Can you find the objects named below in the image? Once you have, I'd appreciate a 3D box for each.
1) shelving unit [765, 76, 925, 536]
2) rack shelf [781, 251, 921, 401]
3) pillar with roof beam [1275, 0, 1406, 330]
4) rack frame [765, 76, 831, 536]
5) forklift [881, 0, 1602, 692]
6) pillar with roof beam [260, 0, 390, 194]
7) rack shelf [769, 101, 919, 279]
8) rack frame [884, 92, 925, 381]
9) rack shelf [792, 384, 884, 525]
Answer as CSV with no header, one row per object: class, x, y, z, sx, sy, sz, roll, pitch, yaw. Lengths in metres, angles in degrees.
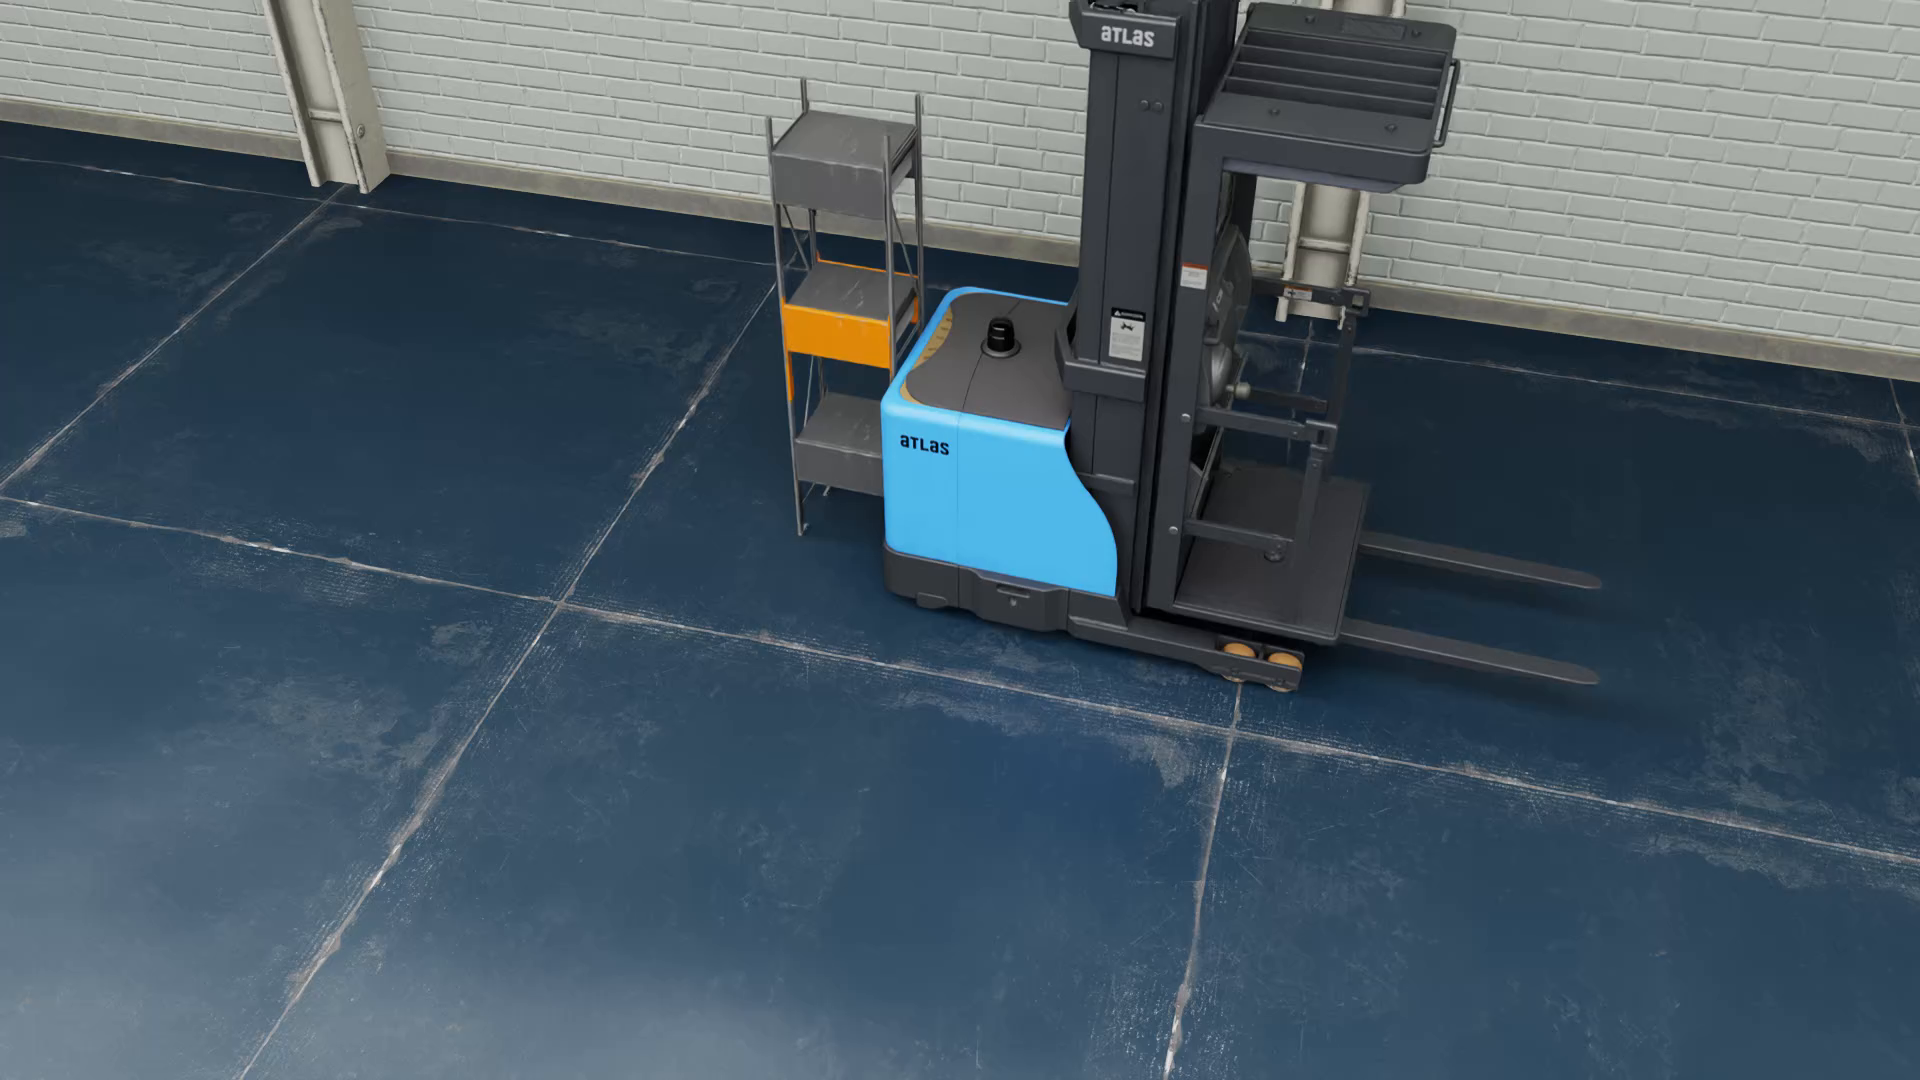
shelving unit,-0.455,-0.896,7.184,0.503,2.100,0.431,12,41,13
rack shelf,-0.455,-0.886,7.193,0.480,0.518,0.431,12,41,13
pillar with roof beam,0.862,-2.049,3.193,0.400,9.000,9.100,10,41,11
rack frame,-0.688,-0.944,7.241,0.015,2.100,0.400,12,41,13
forklift,1.236,-0.870,6.506,3.031,2.935,1.130,12,41,13
pillar with roof beam,-4.935,-3.047,4.381,0.400,9.000,9.100,10,41,11
rack shelf,-0.455,-1.422,6.743,0.480,0.518,0.431,12,41,13
rack frame,-0.223,-0.849,7.128,0.015,2.100,0.400,12,41,13
rack shelf,-0.455,-0.350,7.643,0.480,0.518,0.431,12,41,13
